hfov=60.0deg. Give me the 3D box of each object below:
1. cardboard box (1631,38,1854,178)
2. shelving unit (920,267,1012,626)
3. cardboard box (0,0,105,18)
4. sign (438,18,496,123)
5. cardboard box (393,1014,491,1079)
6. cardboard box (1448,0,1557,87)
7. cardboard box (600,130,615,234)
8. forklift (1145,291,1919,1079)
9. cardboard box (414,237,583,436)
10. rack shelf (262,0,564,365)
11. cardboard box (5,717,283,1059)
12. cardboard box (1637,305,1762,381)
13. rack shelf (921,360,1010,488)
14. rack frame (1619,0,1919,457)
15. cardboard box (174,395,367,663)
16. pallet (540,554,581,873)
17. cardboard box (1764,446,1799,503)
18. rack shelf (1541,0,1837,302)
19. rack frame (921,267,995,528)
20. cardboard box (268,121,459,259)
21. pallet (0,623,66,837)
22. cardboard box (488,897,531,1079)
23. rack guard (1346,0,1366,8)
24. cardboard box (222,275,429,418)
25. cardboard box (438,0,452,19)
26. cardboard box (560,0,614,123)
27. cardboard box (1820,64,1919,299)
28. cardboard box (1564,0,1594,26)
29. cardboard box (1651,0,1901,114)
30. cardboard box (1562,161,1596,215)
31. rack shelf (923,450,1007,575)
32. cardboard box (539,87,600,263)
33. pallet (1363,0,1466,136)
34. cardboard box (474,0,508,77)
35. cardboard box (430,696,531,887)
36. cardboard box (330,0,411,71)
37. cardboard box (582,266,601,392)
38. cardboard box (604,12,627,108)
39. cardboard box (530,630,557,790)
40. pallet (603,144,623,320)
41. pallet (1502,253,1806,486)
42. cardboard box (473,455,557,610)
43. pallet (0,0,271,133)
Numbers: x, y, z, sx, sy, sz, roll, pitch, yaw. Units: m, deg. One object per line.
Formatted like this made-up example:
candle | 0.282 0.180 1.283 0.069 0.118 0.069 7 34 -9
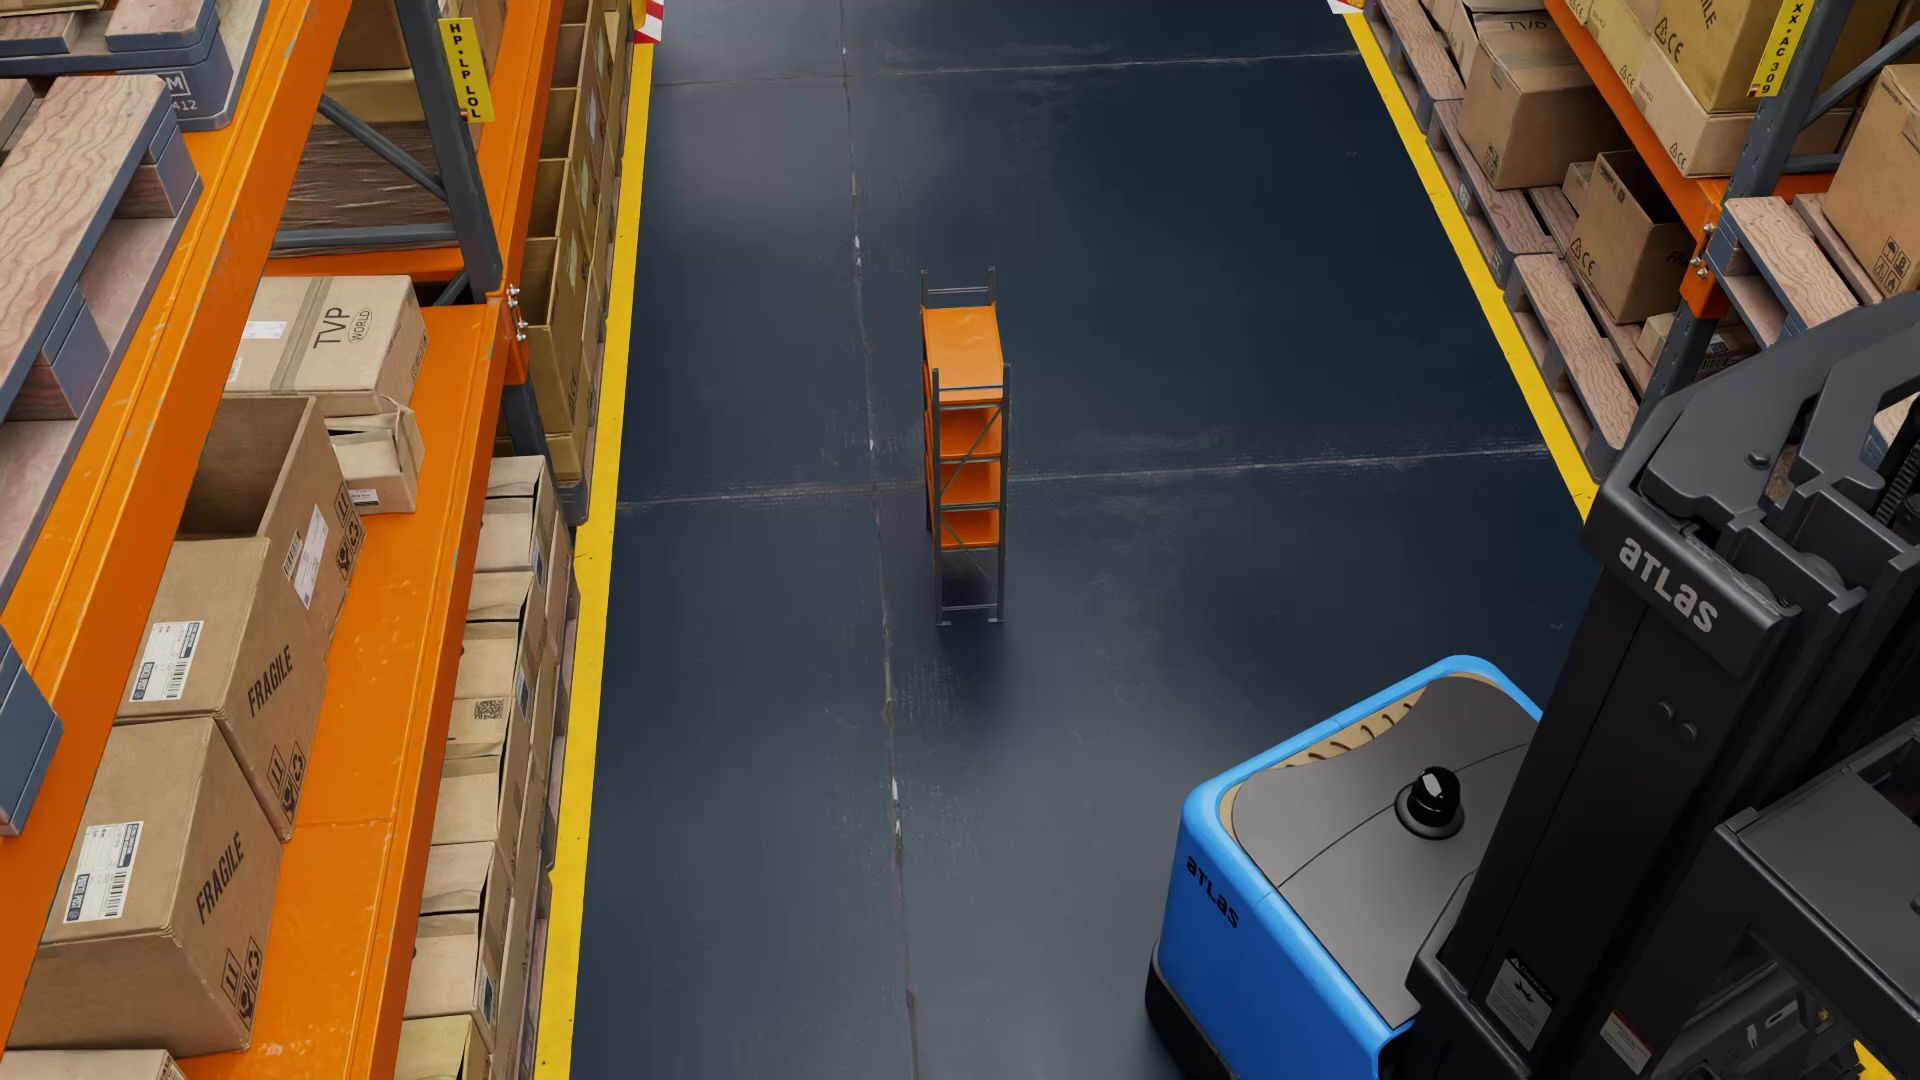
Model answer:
cardboard box | 2.661 -1.494 5.689 0.500 0.250 0.500 -3 47 -3
shelving unit | 0.014 -0.293 5.701 0.258 1.200 0.503 -3 47 -3
cardboard box | -1.842 -1.192 3.061 0.500 0.250 0.500 -8 47 -7
sign | -1.393 -1.322 4.693 0.100 0.325 0.005 -3 47 -3
cardboard box | -1.442 1.446 4.033 0.500 0.311 0.500 -5 47 -4
cardboard box | 2.684 -2.417 8.022 0.500 0.311 0.500 0 47 0
cardboard box | -1.791 -1.549 7.256 0.500 0.250 0.500 -3 47 -3
forklift | 1.722 1.118 3.172 1.130 2.935 3.031 -23 51 -20
cardboard box | -1.660 -0.722 5.956 0.500 0.500 0.500 -3 47 -3
rack shelf | -2.100 -2.110 6.678 1.077 0.370 4.000 -3 47 -3
cardboard box | -1.755 0.736 3.418 0.500 0.500 0.500 -6 47 -5
cardboard box | 2.928 -0.777 6.568 0.380 0.166 0.250 -9 47 -8
rack shelf | 0.014 -0.400 5.587 0.258 0.148 0.480 -3 47 -3
rack frame | 3.003 -1.215 5.334 1.000 3.000 0.127 -3 47 -3
cardboard box | -1.841 -0.007 4.122 0.500 0.500 0.500 0 47 0
pallet | -1.832 0.579 5.557 1.003 0.211 1.213 -3 47 -3
cardboard box | 3.081 0.025 5.579 0.700 0.500 0.500 -2 47 -2
rack shelf | 2.836 -2.414 6.966 1.077 0.370 4.000 -3 47 -3
rack frame | -0.007 -0.469 5.868 0.240 1.200 0.015 -3 47 -3
cardboard box | -1.976 -1.266 5.314 0.700 0.500 0.500 -5 47 -4
pallet | -1.744 0.531 1.745 1.213 0.211 1.003 -2 47 -1
cardboard box | -1.484 1.277 4.579 0.500 0.250 0.500 -3 47 -2
rack guard | 2.675 -3.194 8.931 1.175 0.500 0.348 -3 47 -3
cardboard box | -1.848 -0.506 4.766 0.500 0.250 0.500 -1 47 -1
cardboard box | -1.784 -1.556 5.142 0.380 0.149 0.250 -3 47 -3
cardboard box | -1.828 -2.169 7.326 0.500 0.500 0.500 -3 47 -3
cardboard box | 3.012 -1.030 4.788 0.700 0.500 0.500 -3 47 -3
cardboard box | 2.570 -2.218 6.374 0.500 0.250 0.500 -4 47 -4
cardboard box | 2.655 -1.751 5.415 0.500 0.500 0.500 -4 47 -3
cardboard box | 2.889 -1.544 7.307 0.380 0.149 0.250 -7 47 -6
rack shelf | 0.014 -0.110 5.894 0.258 0.148 0.480 -3 47 -3
cardboard box | -1.744 -1.446 6.641 0.500 0.500 0.500 -3 47 -3
pallet | 2.707 -2.505 8.477 1.003 0.211 1.213 -3 47 -3
cardboard box | -2.065 -2.010 6.019 0.700 0.500 0.500 -3 47 -3
cardboard box | -1.524 0.710 4.730 0.500 0.311 0.500 -4 47 -3
cardboard box | -1.976 -1.712 4.843 0.700 0.500 0.500 -3 47 -3
cardboard box | -1.706 -0.826 6.571 0.500 0.250 0.500 -3 47 -3
cardboard box | -1.875 -2.273 7.941 0.500 0.250 0.500 -3 47 -3
cardboard box | -1.569 0.539 5.278 0.500 0.250 0.500 -4 47 -4
pallet | -2.063 -1.415 7.444 1.003 0.211 1.213 -3 47 -3
pallet | 2.912 -0.740 6.805 1.003 0.211 1.213 -3 47 -3
cardboard box | -1.613 -0.027 5.428 0.500 0.311 0.500 -3 47 -3
pallet | -1.846 -1.239 3.423 0.805 0.209 1.217 -5 47 -5
